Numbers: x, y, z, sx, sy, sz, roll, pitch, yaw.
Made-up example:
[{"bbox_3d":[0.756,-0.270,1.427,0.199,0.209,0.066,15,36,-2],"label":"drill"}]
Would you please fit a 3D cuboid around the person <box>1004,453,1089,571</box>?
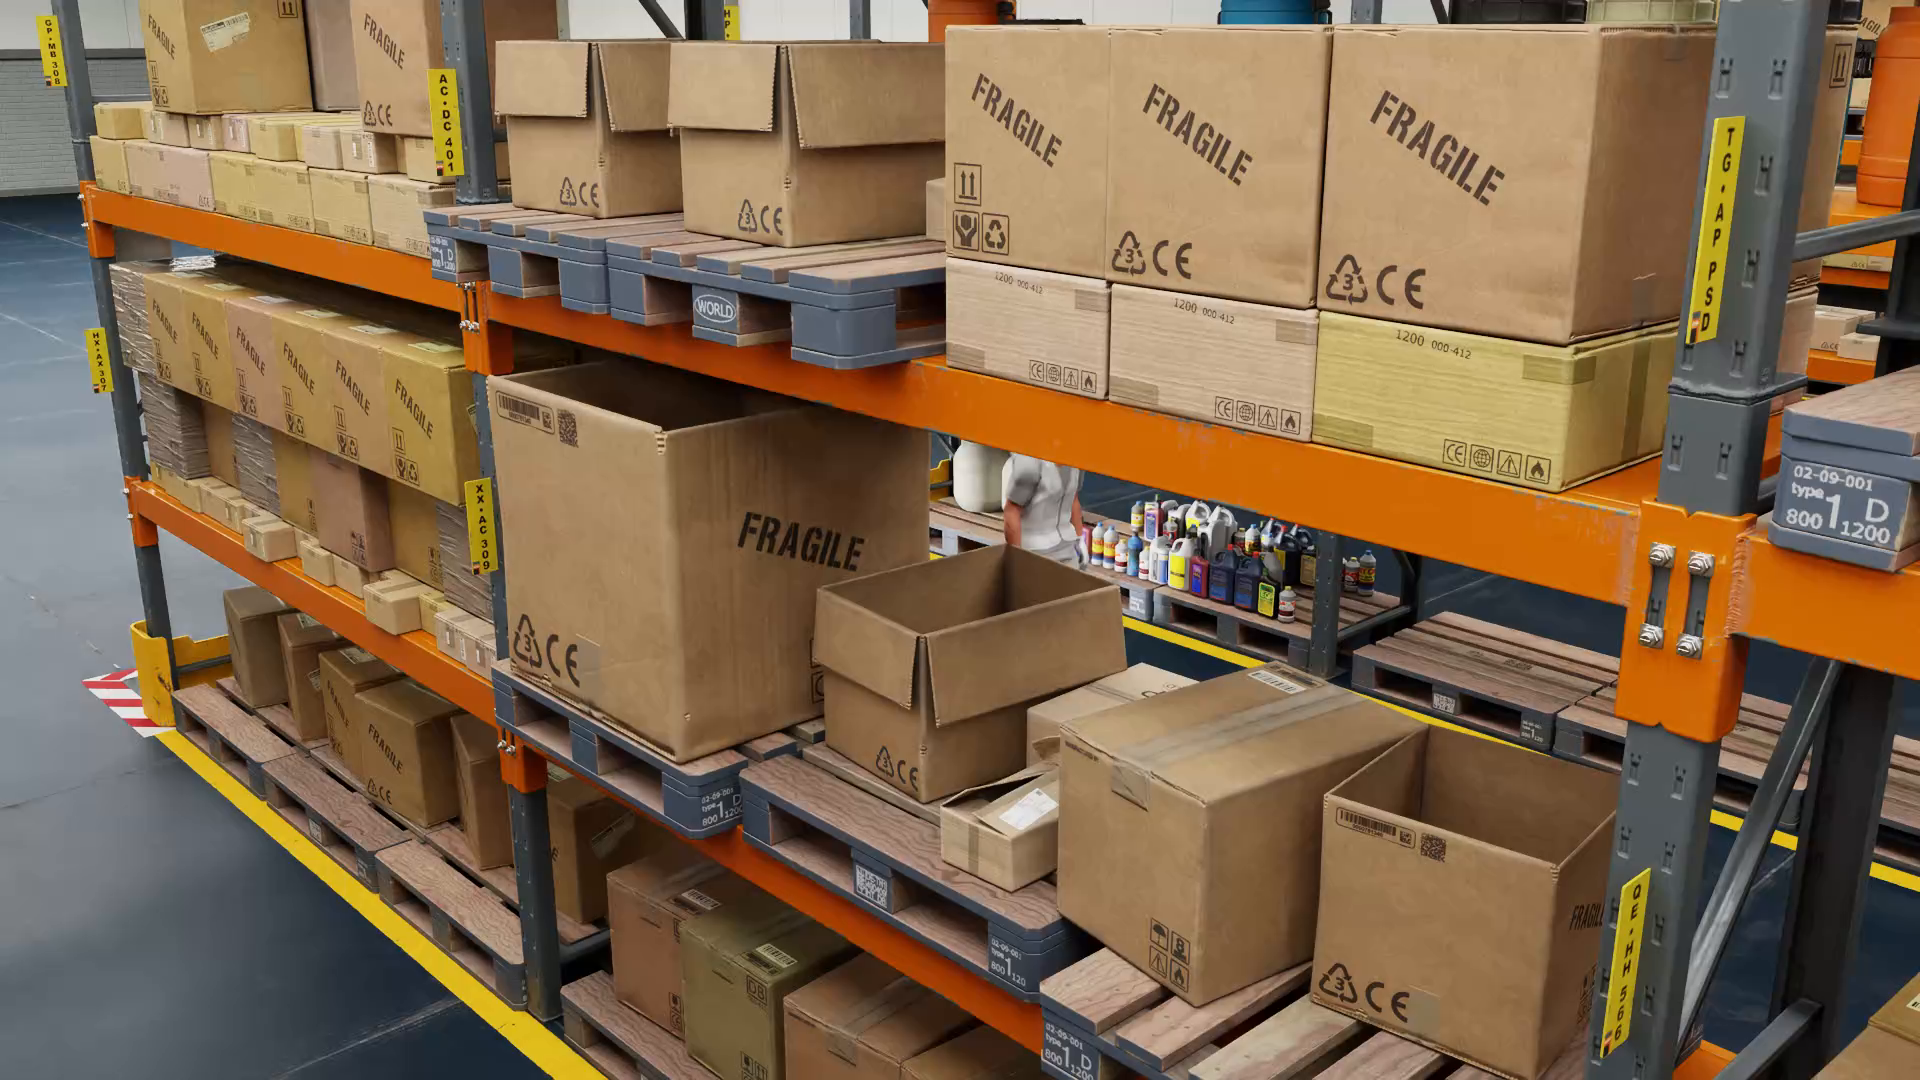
[{"bbox_3d":[0.472,0.080,8.763,0.454,1.777,0.608,16,23,42],"label":"person"}]
